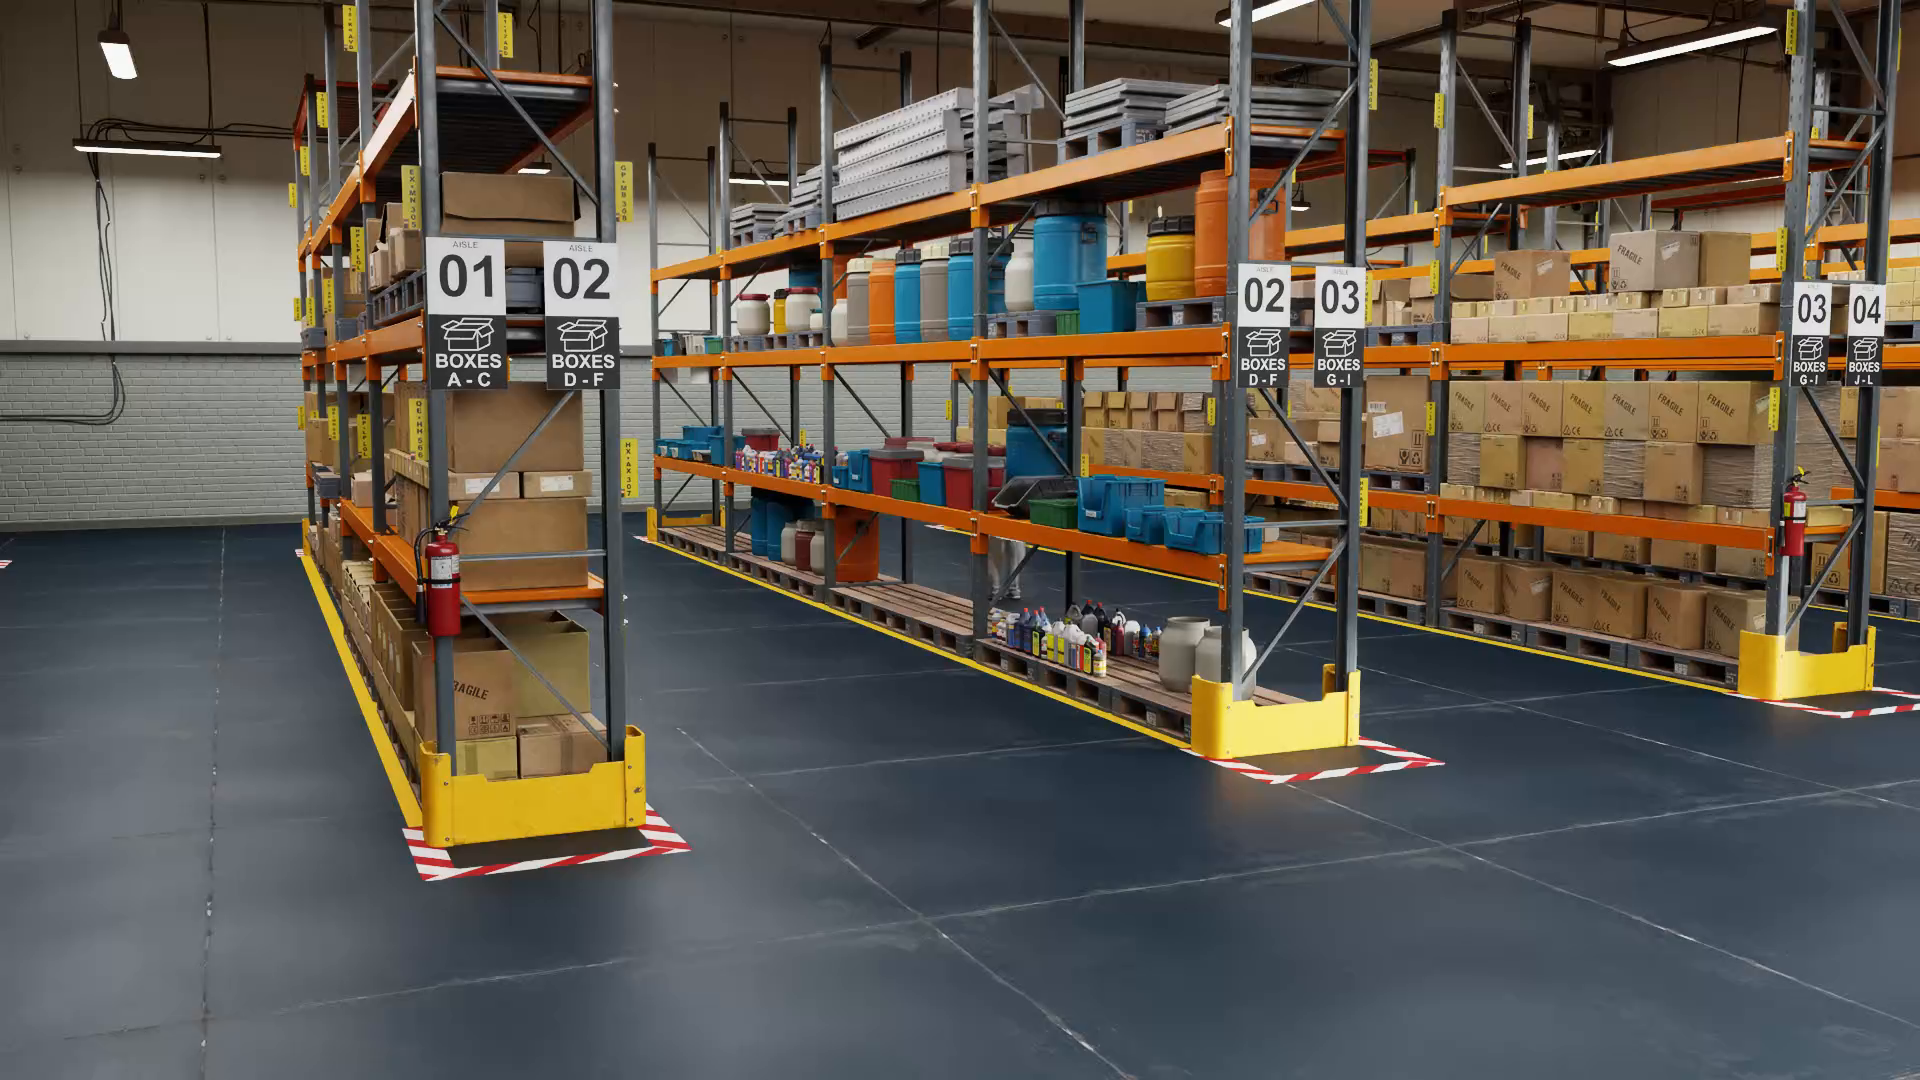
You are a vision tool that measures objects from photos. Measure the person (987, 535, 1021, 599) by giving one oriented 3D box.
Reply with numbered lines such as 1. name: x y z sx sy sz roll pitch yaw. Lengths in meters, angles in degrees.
1. person: 0.399 0.035 18.879 0.423 1.240 0.897 -3 6 -26
